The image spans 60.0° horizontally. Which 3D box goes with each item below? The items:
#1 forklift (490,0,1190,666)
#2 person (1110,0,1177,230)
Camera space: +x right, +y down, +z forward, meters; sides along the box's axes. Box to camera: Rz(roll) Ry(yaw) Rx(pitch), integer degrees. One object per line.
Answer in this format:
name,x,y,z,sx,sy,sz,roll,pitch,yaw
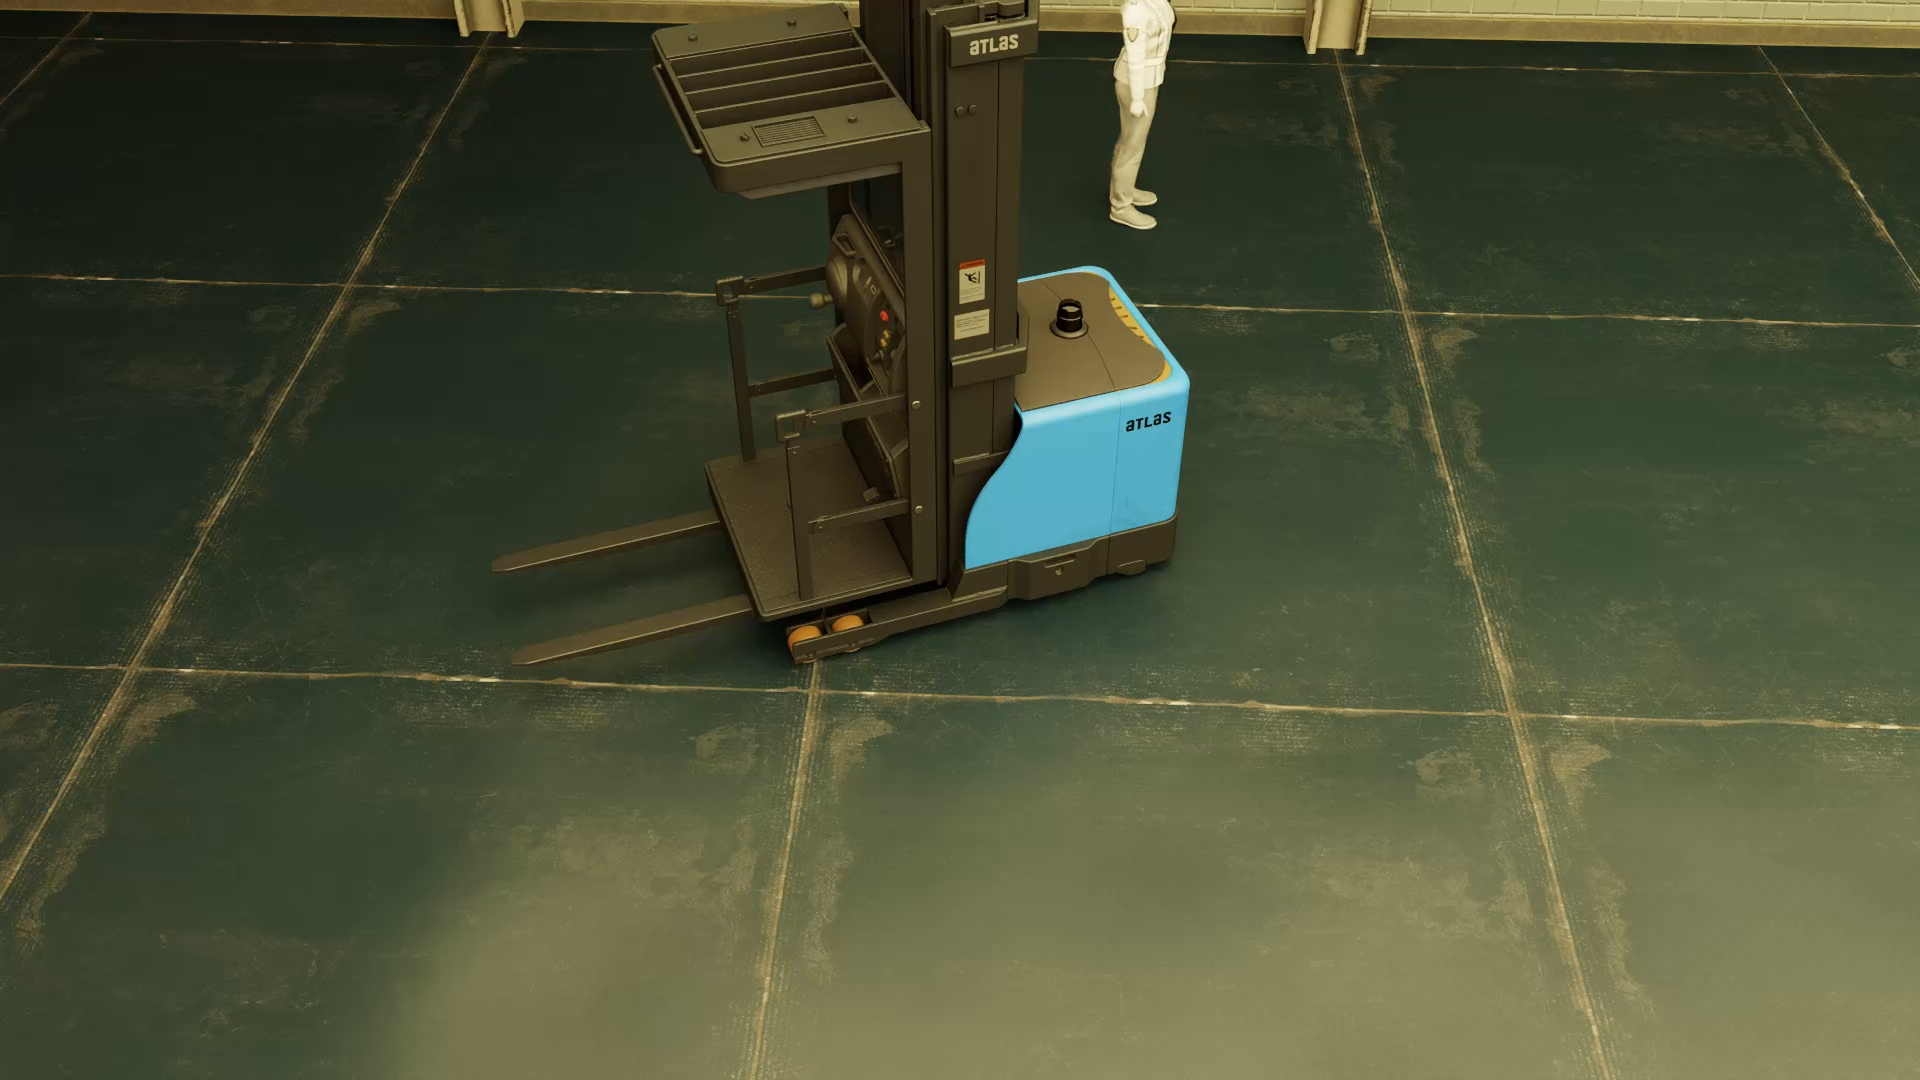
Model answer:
forklift,-0.573,-0.945,6.778,3.031,2.935,1.130,-13,44,-14
person,1.040,-2.632,9.549,0.336,1.692,0.464,6,43,7
